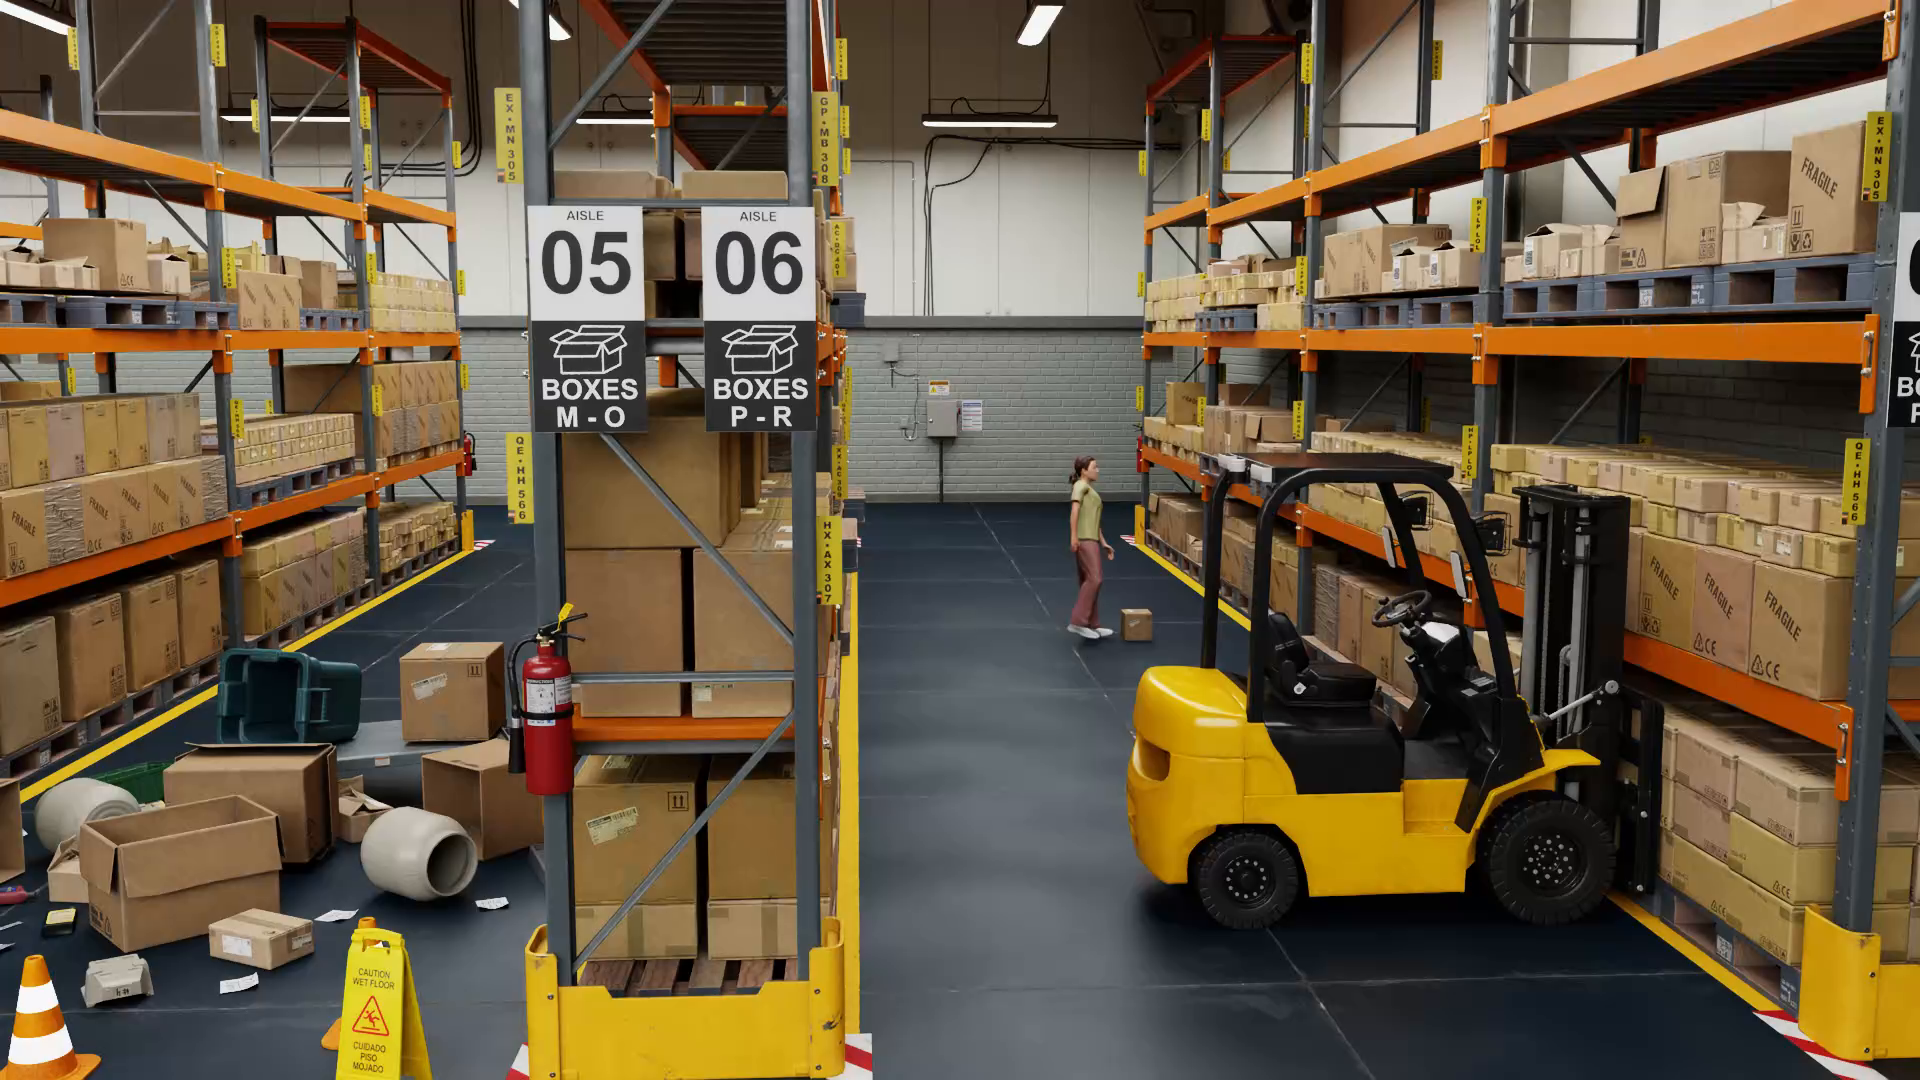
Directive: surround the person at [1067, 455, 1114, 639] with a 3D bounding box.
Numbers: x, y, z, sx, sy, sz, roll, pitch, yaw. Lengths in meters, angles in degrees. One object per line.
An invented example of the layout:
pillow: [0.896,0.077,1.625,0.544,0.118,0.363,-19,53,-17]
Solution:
person: [1.188,0.077,15.078,0.442,1.669,0.728,0,7,1]
